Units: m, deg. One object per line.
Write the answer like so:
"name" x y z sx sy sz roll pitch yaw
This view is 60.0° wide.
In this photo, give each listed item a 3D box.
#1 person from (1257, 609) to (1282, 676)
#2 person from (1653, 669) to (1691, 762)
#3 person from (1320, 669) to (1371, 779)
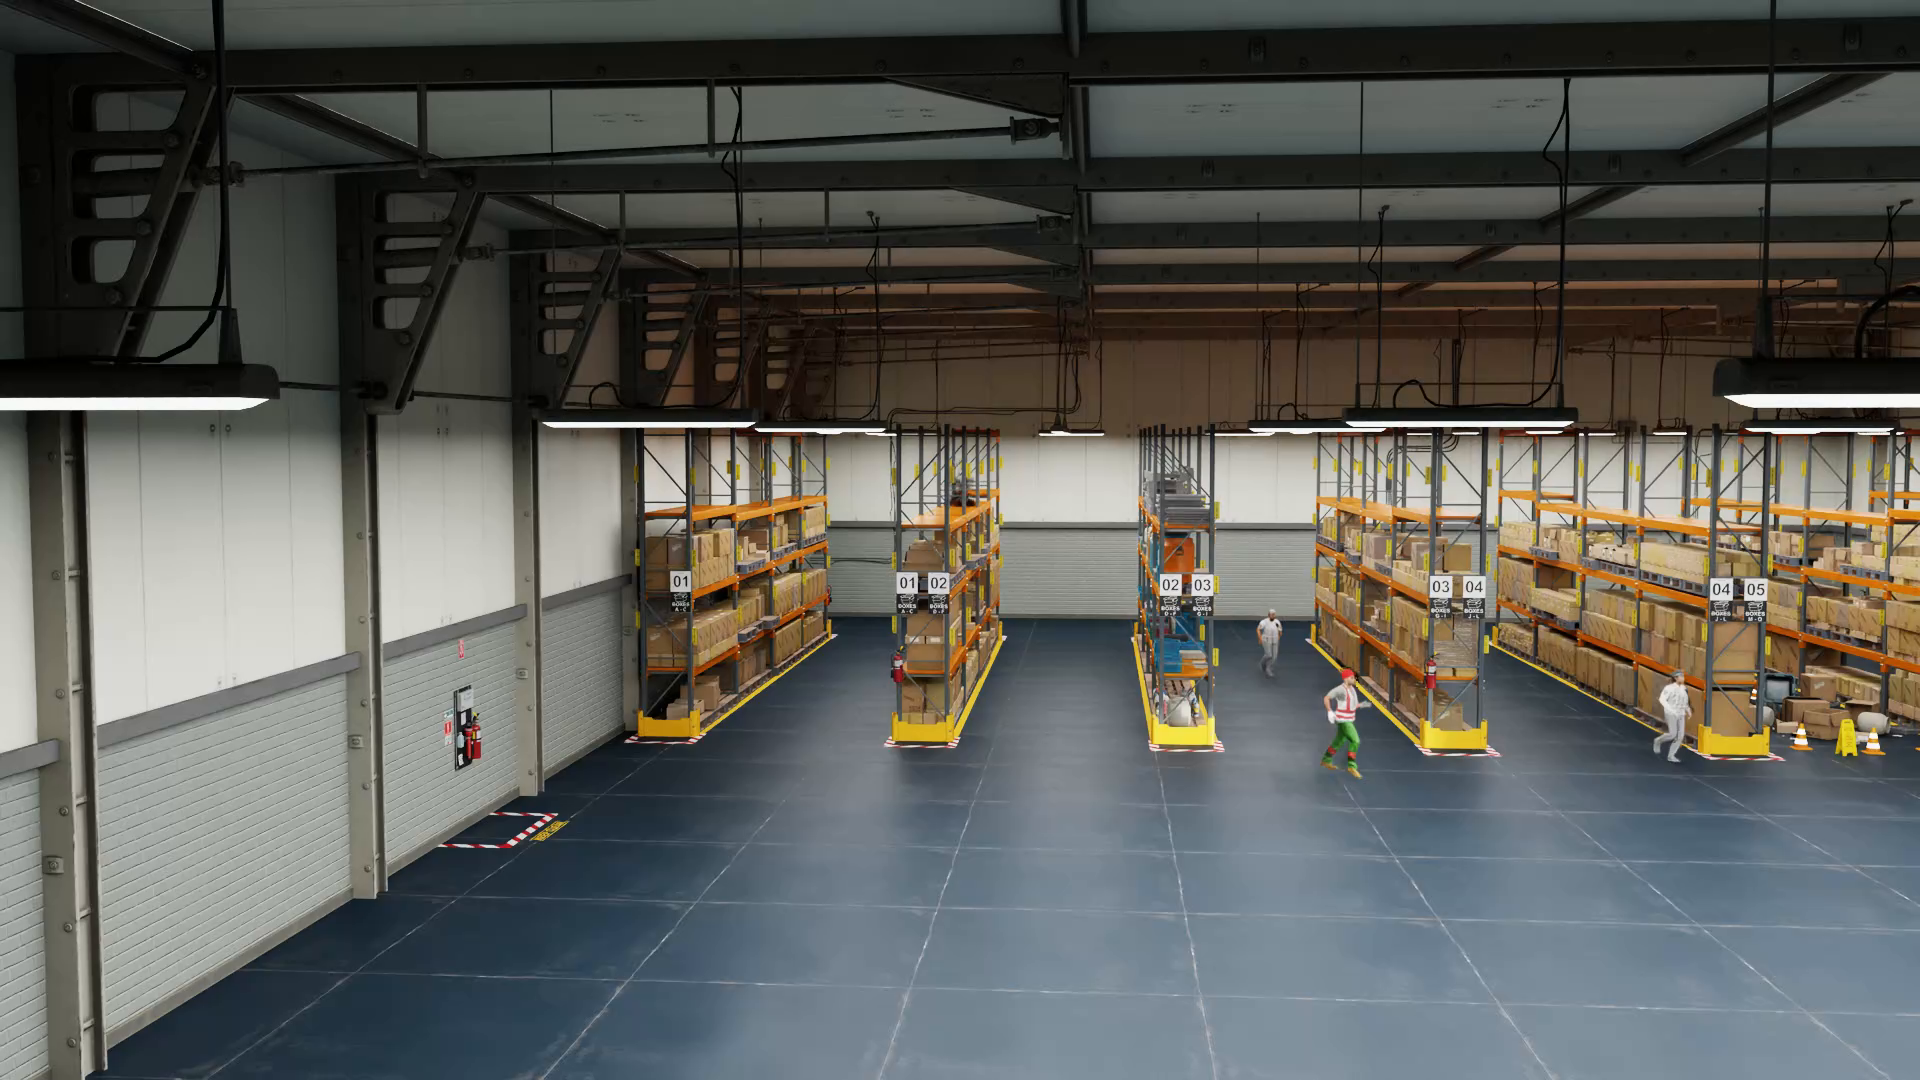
"person" 7.498 2.477 40.109 0.592 1.618 0.591 0 4 -8
"person" 12.758 3.107 29.621 0.678 1.622 0.612 -1 4 -20
"person" 6.535 3.103 28.230 0.877 1.842 0.644 2 4 32
